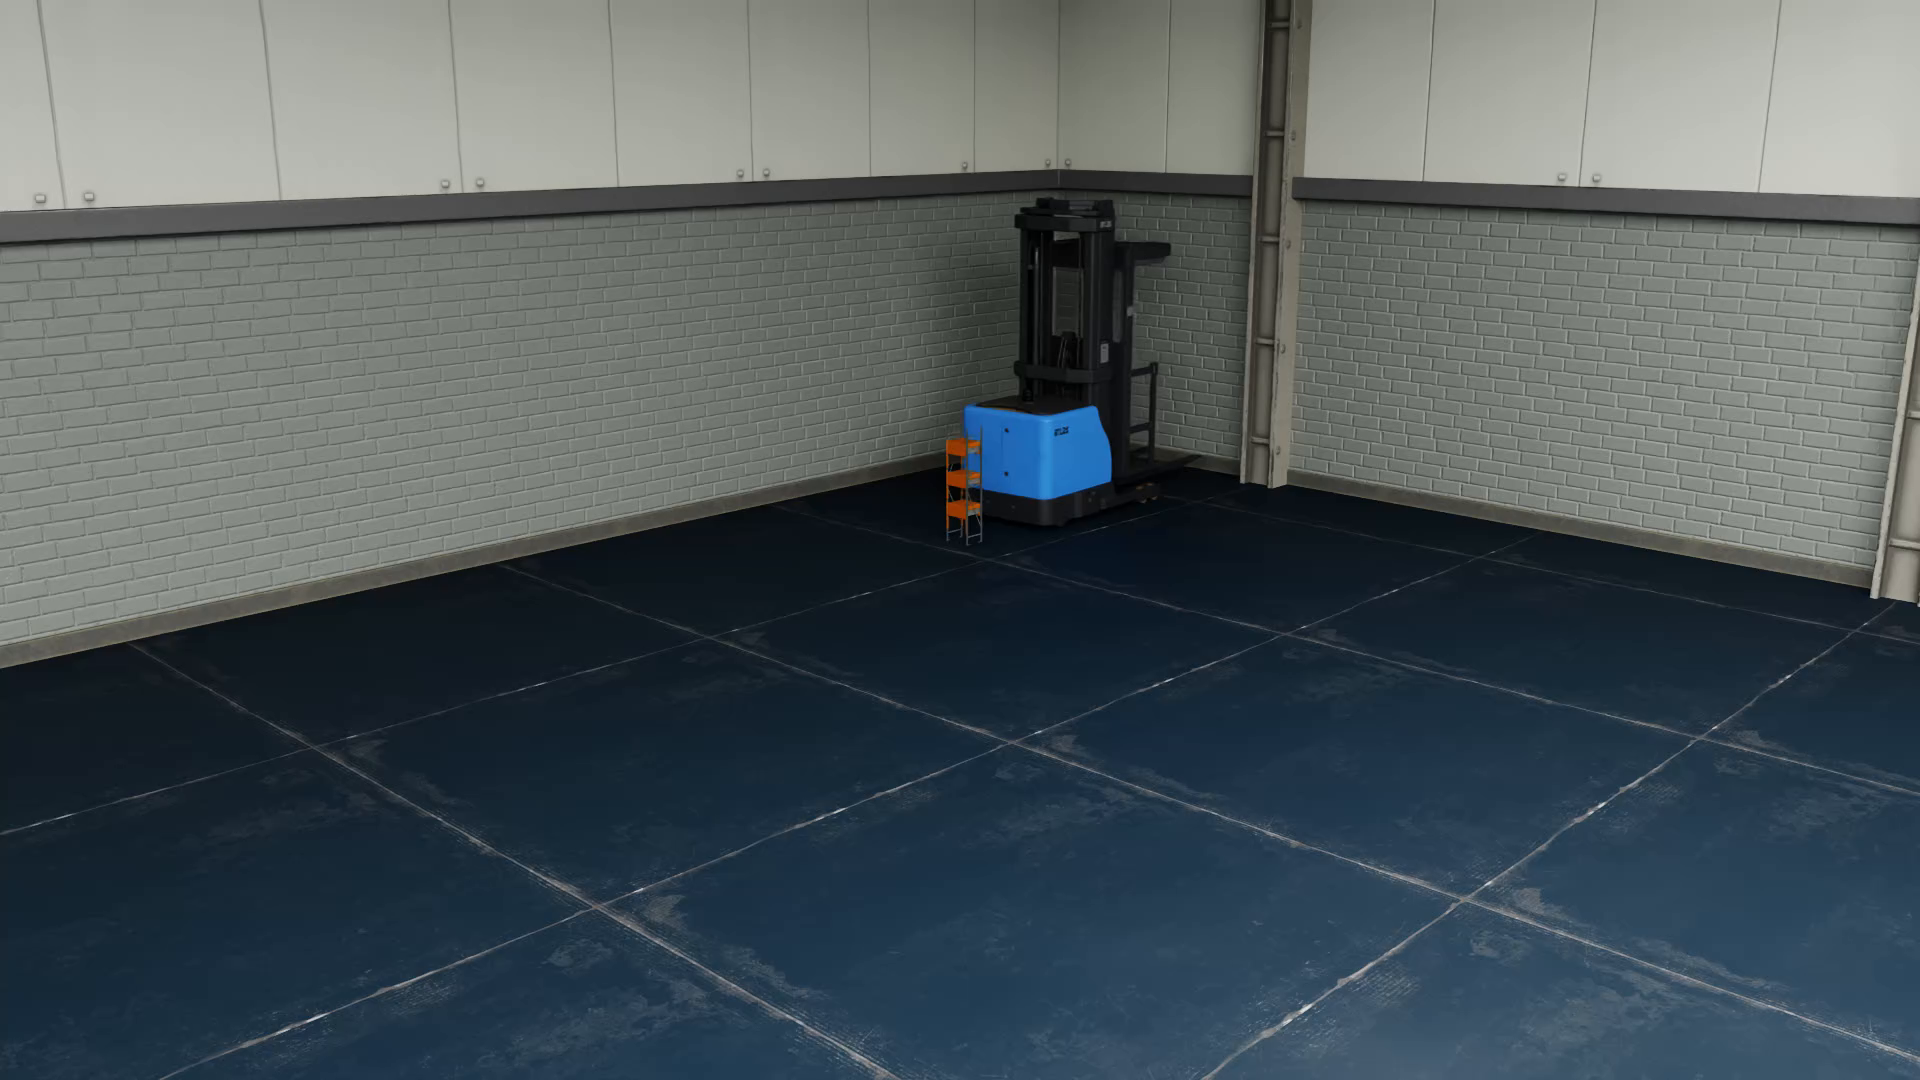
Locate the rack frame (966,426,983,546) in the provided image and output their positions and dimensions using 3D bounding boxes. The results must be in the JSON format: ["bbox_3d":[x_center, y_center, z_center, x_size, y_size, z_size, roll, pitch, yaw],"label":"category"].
[{"bbox_3d":[0.126,-0.477,14.682,0.008,1.050,0.200,14,20,42],"label":"rack frame"}]

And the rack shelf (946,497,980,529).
[{"bbox_3d":[0.039,-0.219,14.837,0.240,0.259,0.215,14,20,42],"label":"rack shelf"}]

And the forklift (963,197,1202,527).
[{"bbox_3d":[1.331,-1.846,16.203,1.130,2.935,3.031,12,19,38],"label":"forklift"}]

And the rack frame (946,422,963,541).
[{"bbox_3d":[-0.049,-0.520,14.846,0.008,1.050,0.200,14,20,42],"label":"rack frame"}]

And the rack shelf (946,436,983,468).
[{"bbox_3d":[0.038,-0.763,14.695,0.240,0.259,0.215,14,20,42],"label":"rack shelf"}]

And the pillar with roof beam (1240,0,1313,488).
[{"bbox_3d":[0.152,-4.161,13.056,0.400,9.000,9.100,14,20,42],"label":"pillar with roof beam"}]

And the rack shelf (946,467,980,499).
[{"bbox_3d":[0.039,-0.488,14.766,0.240,0.259,0.215,14,20,42],"label":"rack shelf"}]

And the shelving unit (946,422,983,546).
[{"bbox_3d":[0.039,-0.499,14.764,0.252,1.050,0.215,14,20,42],"label":"shelving unit"}]

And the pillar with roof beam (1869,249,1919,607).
[{"bbox_3d":[4.472,-3.111,9.026,0.400,9.000,9.100,14,20,42],"label":"pillar with roof beam"}]
